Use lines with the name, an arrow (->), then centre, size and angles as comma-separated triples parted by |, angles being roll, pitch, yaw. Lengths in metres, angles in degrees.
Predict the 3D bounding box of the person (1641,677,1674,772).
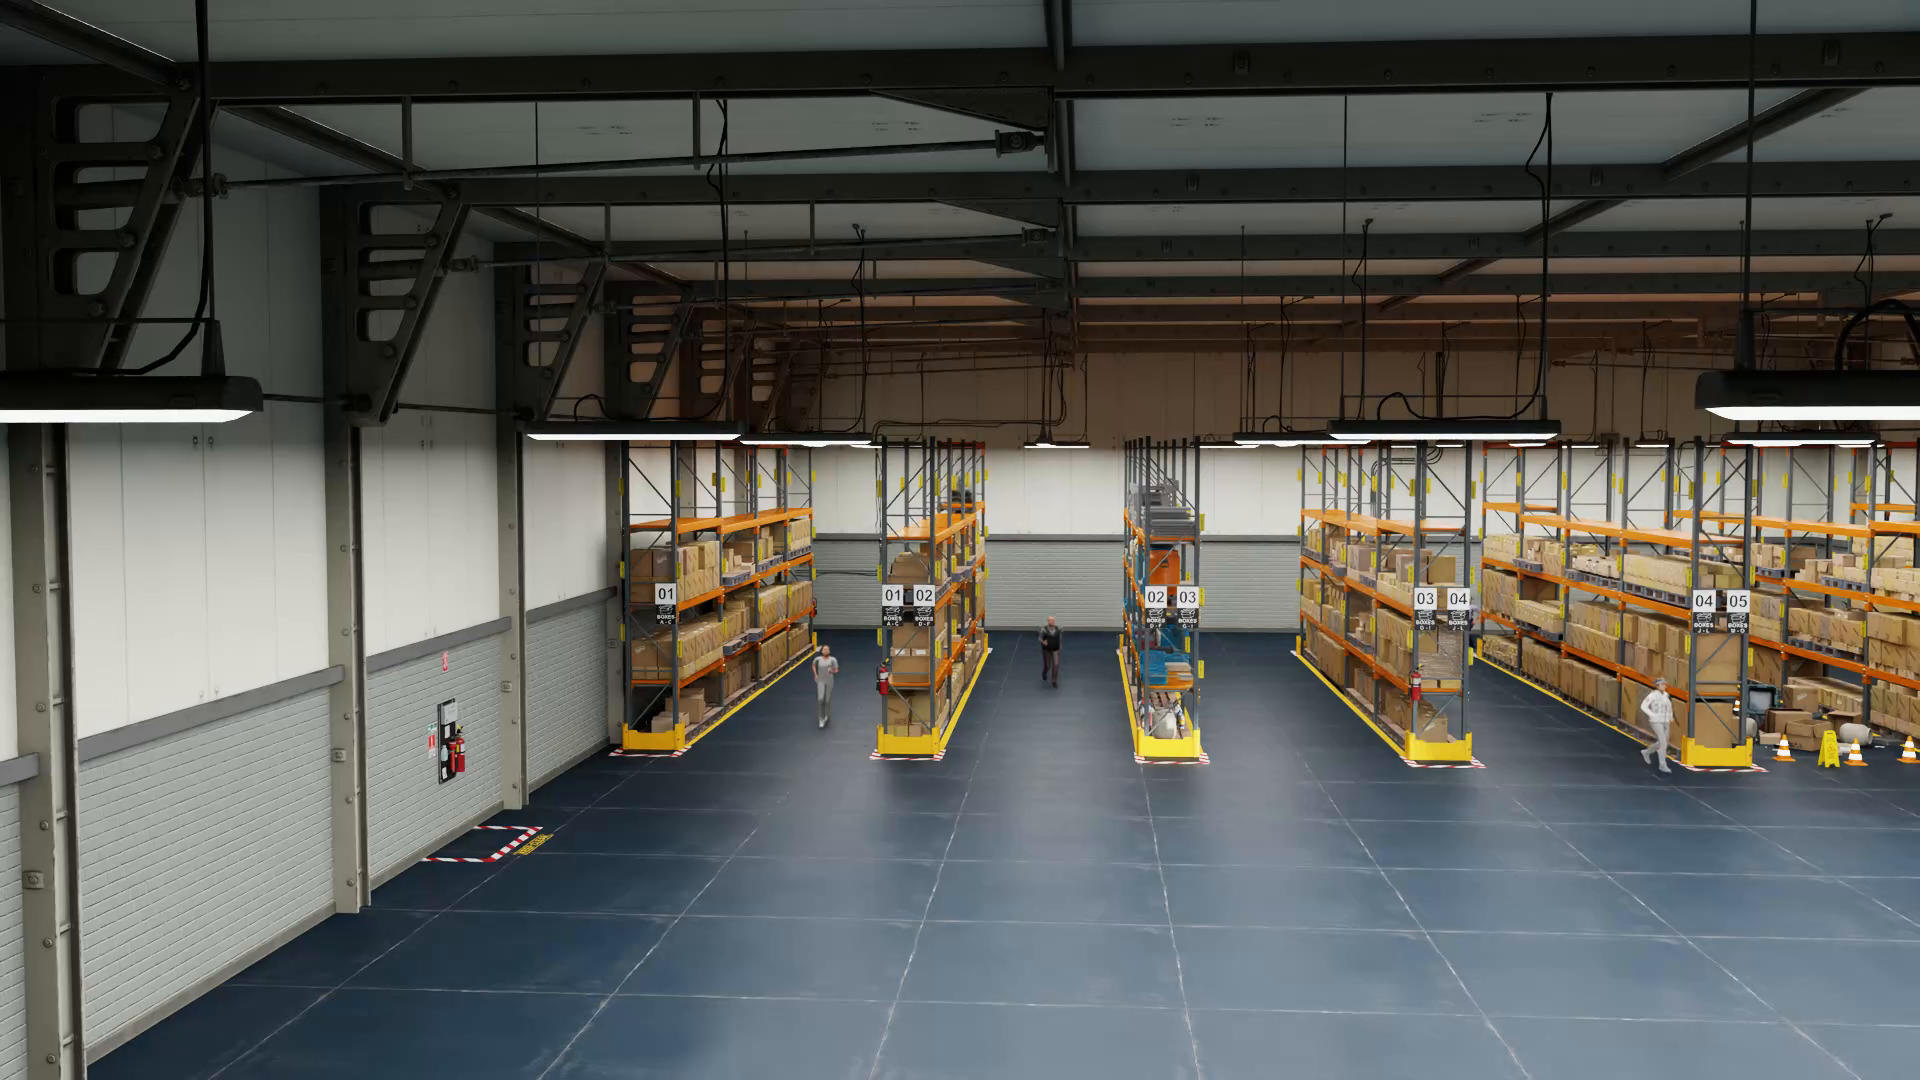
person -> 12.568, 3.304, 29.917 | 0.669, 1.709, 0.690 | -1, 3, -21

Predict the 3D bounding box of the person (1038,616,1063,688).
person -> 2.207, 2.699, 40.515 | 0.646, 1.712, 0.927 | 0, 3, -9

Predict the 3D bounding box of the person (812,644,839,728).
person -> -2.809, 3.030, 34.754 | 0.549, 1.728, 0.776 | 0, 3, -8

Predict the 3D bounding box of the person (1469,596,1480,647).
person -> 14.387, 2.403, 47.196 | 0.810, 1.663, 0.695 | -1, 3, -18
